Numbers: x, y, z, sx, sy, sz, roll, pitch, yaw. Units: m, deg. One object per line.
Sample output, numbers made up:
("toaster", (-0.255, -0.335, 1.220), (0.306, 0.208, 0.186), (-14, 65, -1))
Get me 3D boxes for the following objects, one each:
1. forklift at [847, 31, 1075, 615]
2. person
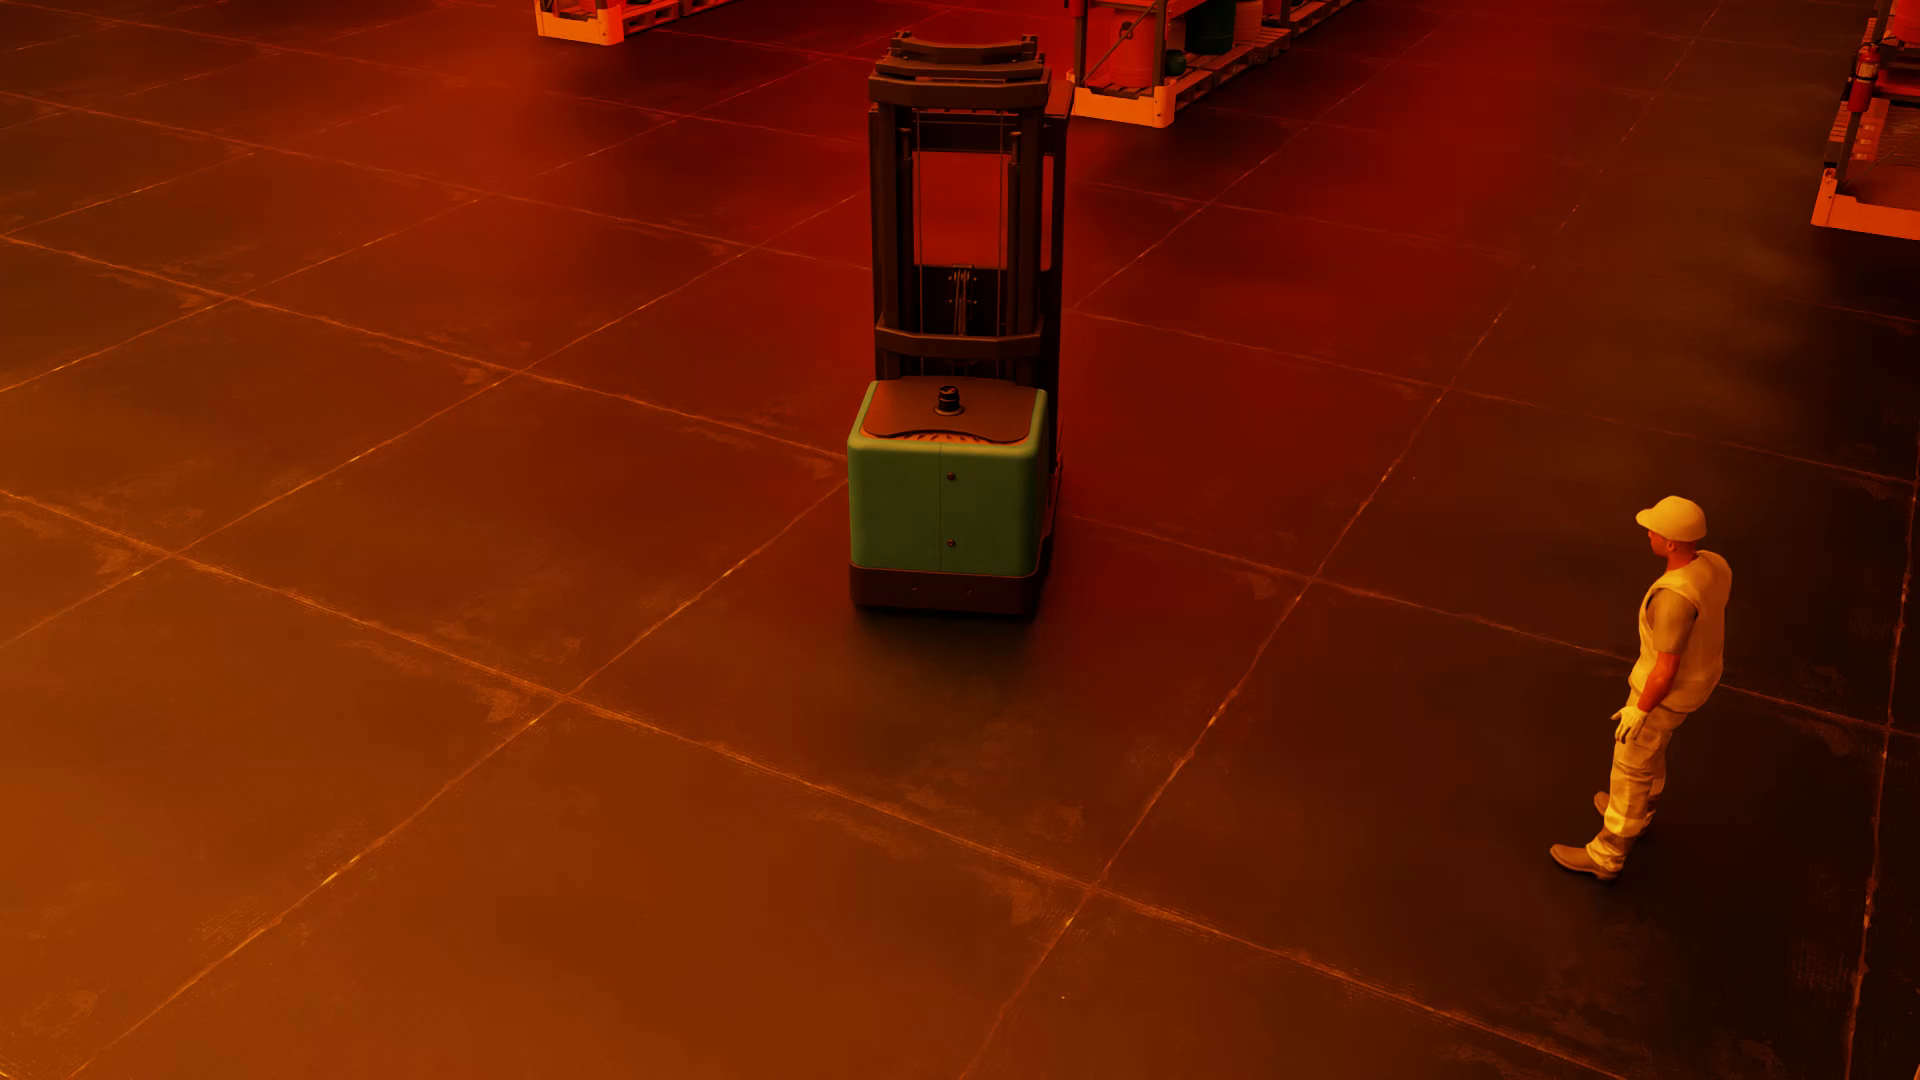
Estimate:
("forklift", (0.072, -1.572, 9.794), (1.130, 2.935, 3.031), (3, 30, 6))
("person", (2.995, 0.617, 7.157), (0.458, 1.780, 0.659), (25, 38, 37))
